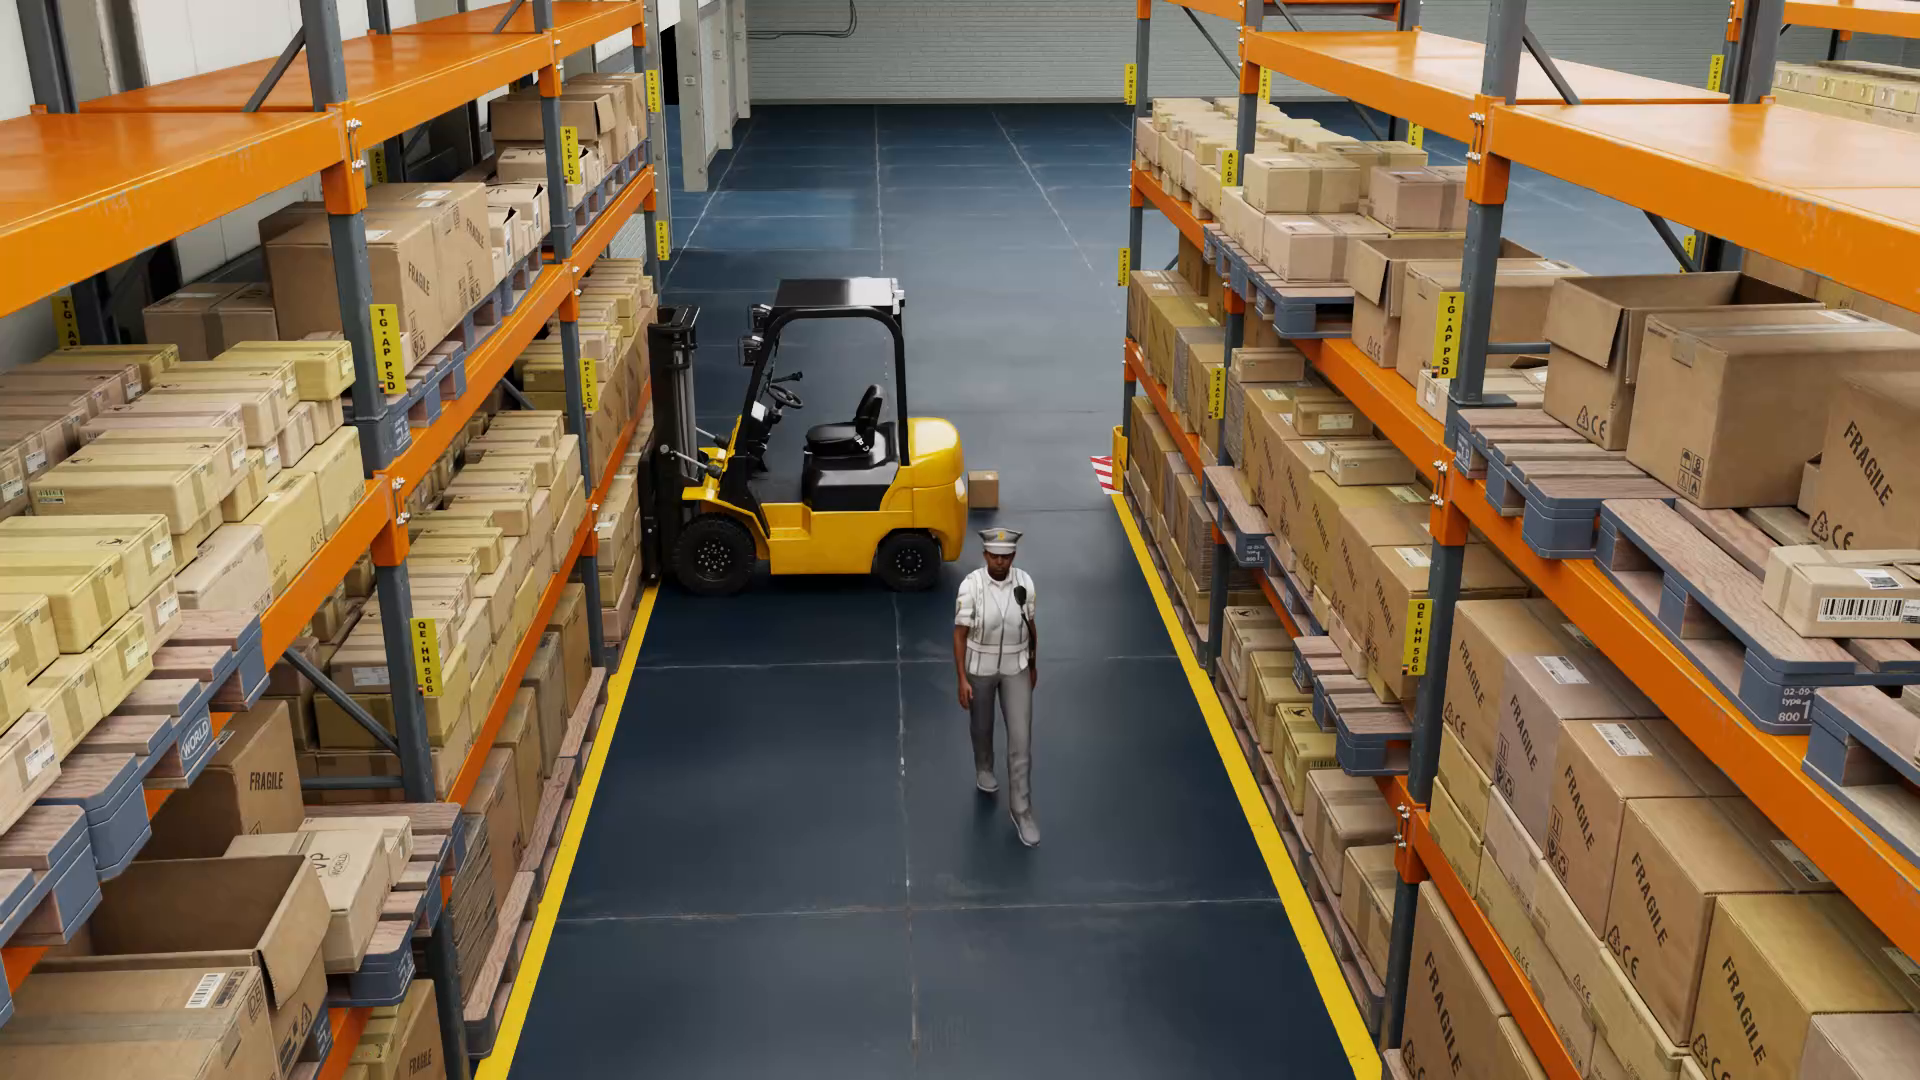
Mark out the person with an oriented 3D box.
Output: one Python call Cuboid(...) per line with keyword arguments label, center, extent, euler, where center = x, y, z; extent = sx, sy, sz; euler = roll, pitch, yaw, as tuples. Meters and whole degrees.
Cuboid(label="person", center=(0.208, 0.737, 9.053), extent=(0.484, 1.675, 0.862), euler=(-2, 21, -6))
